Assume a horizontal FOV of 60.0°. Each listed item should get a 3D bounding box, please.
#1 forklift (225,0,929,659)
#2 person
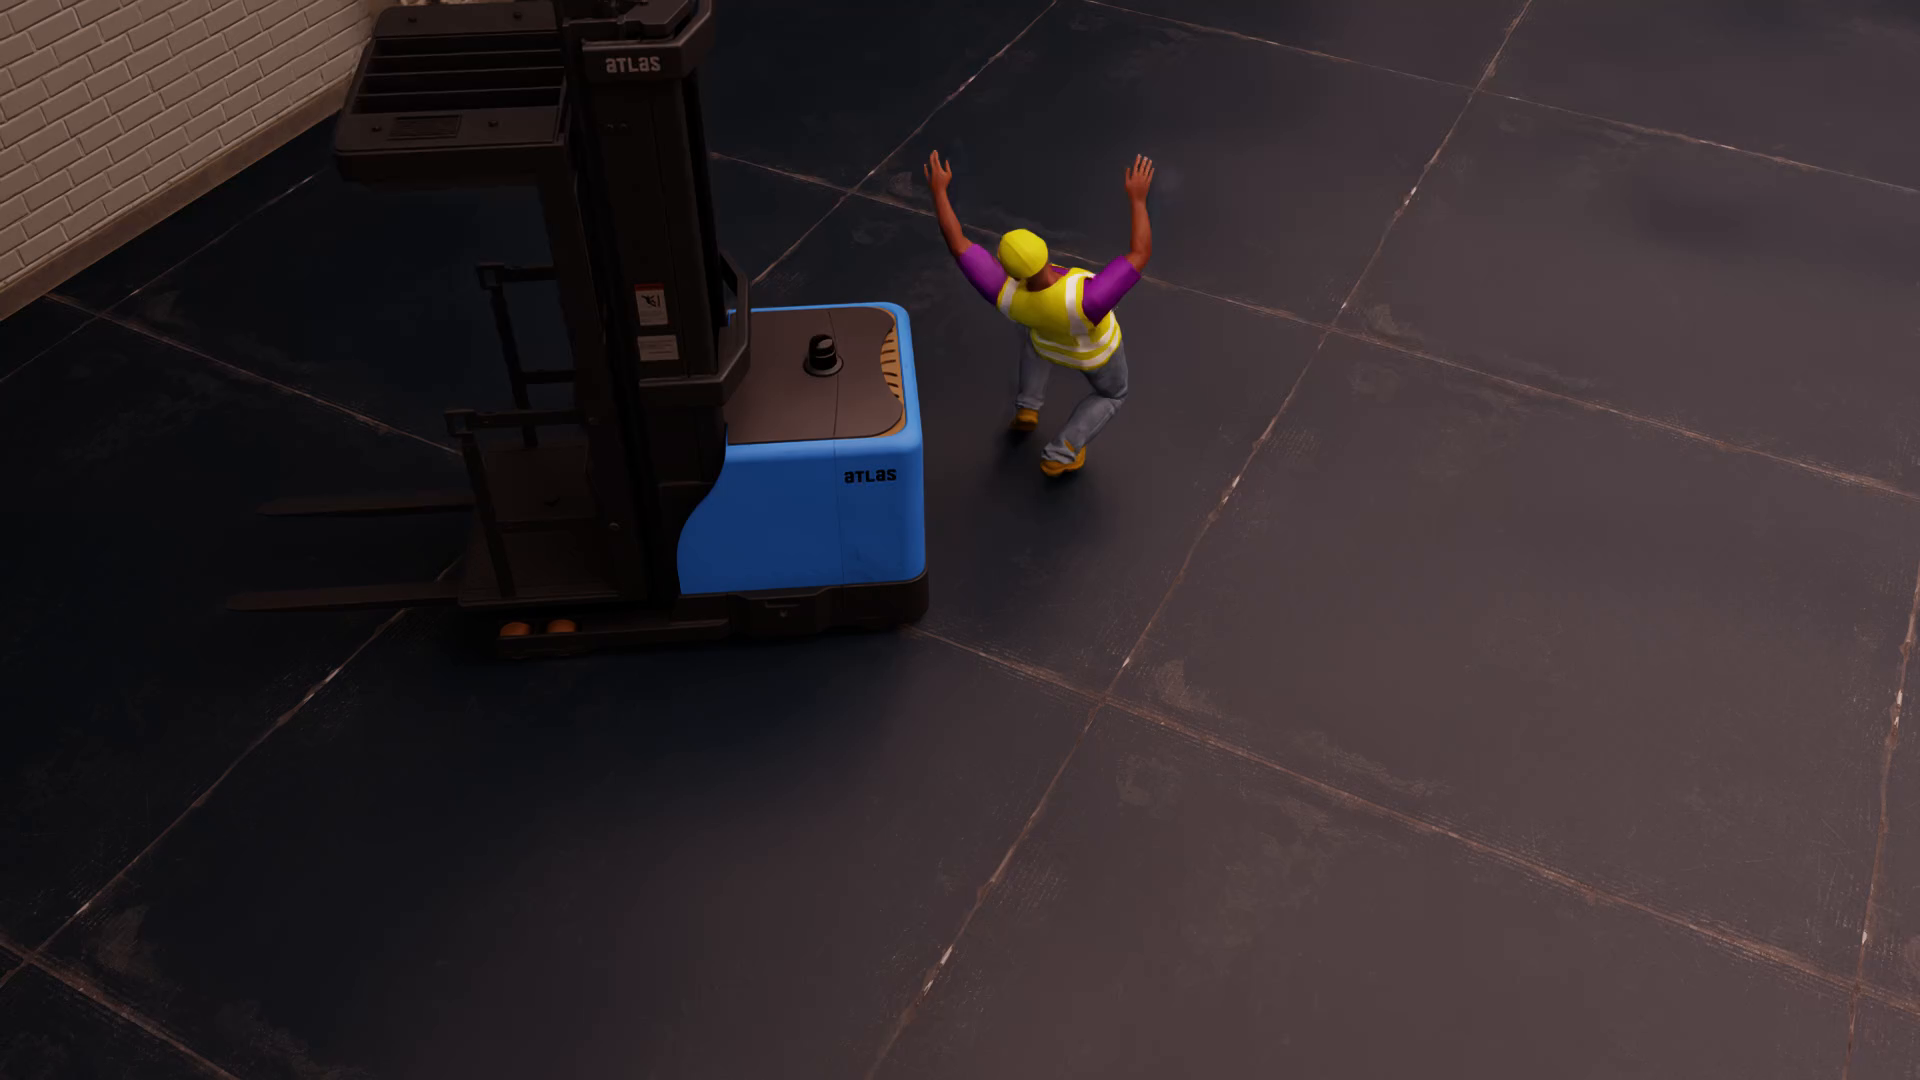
[{"bbox_3d":[-1.685,-0.929,6.640,3.031,2.935,1.130,-3,43,-4],"label":"forklift"},{"bbox_3d":[0.342,-1.048,7.715,1.083,1.662,0.807,21,47,21],"label":"person"}]
